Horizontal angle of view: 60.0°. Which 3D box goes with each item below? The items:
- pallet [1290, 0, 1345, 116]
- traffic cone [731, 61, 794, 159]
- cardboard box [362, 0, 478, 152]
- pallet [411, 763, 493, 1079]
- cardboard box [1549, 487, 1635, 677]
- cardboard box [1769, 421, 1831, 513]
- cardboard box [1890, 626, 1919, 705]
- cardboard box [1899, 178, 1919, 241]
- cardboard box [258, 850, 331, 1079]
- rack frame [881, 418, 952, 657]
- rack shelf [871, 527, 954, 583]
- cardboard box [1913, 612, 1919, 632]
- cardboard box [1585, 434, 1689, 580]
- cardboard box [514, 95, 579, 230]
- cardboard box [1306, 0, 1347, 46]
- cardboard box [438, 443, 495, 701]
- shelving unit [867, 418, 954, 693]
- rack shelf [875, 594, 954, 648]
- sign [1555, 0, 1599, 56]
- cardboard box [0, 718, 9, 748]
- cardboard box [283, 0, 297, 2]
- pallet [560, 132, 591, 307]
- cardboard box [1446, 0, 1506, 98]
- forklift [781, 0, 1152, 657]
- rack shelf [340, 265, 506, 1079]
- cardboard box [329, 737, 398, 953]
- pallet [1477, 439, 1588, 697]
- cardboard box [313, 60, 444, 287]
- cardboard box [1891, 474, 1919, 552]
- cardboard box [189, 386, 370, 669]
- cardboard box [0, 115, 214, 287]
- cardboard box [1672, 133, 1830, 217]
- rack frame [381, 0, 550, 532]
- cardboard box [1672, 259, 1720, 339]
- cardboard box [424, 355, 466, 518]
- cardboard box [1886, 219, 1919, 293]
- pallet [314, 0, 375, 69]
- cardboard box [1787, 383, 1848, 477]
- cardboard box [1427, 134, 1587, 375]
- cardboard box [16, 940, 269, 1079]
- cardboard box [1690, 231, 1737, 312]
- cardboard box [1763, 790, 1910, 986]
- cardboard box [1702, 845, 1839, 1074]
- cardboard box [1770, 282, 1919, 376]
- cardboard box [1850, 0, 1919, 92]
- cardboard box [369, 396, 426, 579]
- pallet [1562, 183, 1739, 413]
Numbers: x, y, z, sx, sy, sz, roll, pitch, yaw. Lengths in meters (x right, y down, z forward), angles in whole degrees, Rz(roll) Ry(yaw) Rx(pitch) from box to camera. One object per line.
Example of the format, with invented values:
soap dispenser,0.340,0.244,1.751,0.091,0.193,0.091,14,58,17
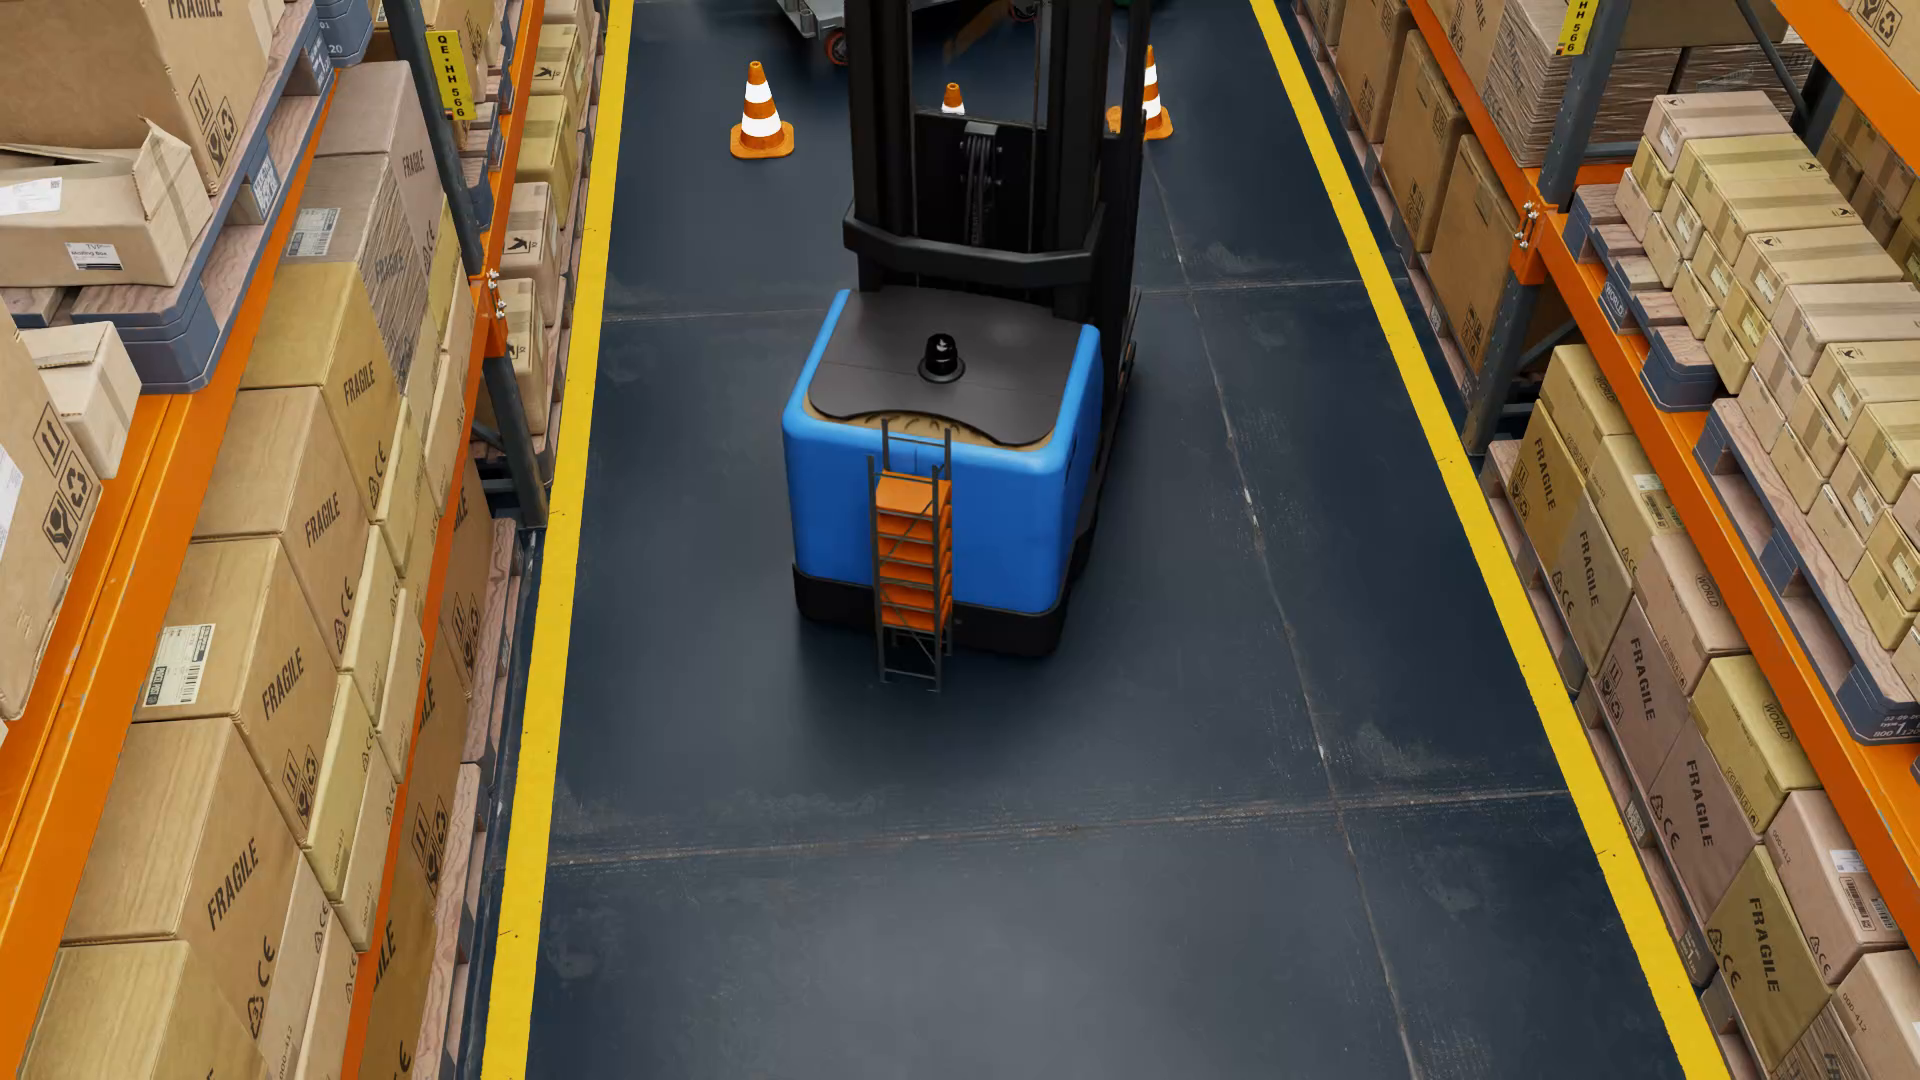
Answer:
pallet,2.506,-2.845,9.435,1.003,0.211,1.213,-3,47,-3
traffic cone,-1.059,-2.299,8.745,0.336,0.463,0.334,-3,47,-3
cardboard box,-2.030,-1.710,5.877,0.500,0.500,0.500,-5,47,-4
pallet,-2.133,1.325,5.486,1.003,0.211,1.213,-3,47,-3
cardboard box,2.552,0.143,6.118,0.500,0.500,0.500,-3,47,-3
cardboard box,2.650,-0.226,4.918,0.380,0.149,0.250,-3,47,-3
cardboard box,2.715,0.347,4.376,0.380,0.149,0.250,-5,47,-5
cardboard box,3.240,-1.028,5.268,0.380,0.149,0.250,-2,47,-2
cardboard box,-1.716,0.974,3.657,0.500,0.250,0.500,-3,47,-3
rack frame,-0.148,0.021,6.040,0.240,1.200,0.006,9,47,9
rack shelf,-0.169,0.034,5.924,0.258,0.103,0.180,9,47,9
cardboard box,2.717,0.239,4.273,0.380,0.149,0.250,-6,47,-5
cardboard box,2.560,-0.125,5.855,0.500,0.250,0.500,-4,47,-4
cardboard box,-2.388,-1.822,8.066,0.950,0.372,0.625,-2,47,-2
cardboard box,2.508,-3.284,9.191,1.050,0.750,0.750,-4,47,-3
cardboard box,-2.248,0.002,5.993,0.875,0.875,0.875,-4,47,-4
shelving unit,-0.169,0.086,5.979,0.258,1.200,0.189,9,47,9
rack shelf,-0.169,0.281,6.185,0.258,0.103,0.180,9,47,9
sign,2.148,-1.825,5.752,0.100,0.325,0.005,-3,47,-3
cardboard box,-1.581,0.292,2.281,0.396,0.266,0.258,-4,47,-4
cardboard box,-1.951,-1.595,3.907,0.700,0.500,0.500,-6,47,-5
pallet,-2.386,-1.576,8.234,1.003,0.211,1.213,-3,47,-3
cardboard box,2.356,-2.168,6.805,0.500,0.500,0.500,-3,47,-3
forklift,0.182,-1.652,6.432,1.130,2.935,3.031,9,47,9
rack shelf,-2.056,0.605,4.743,1.077,0.370,4.000,-3,47,-3
cardboard box,-1.734,0.776,4.189,0.500,0.250,0.500,-4,47,-4
pallet,2.765,0.061,6.683,1.003,0.211,1.213,-3,47,-3
cardboard box,-1.919,-1.109,5.113,0.500,0.500,0.500,-5,47,-4
cardboard box,2.700,-0.053,4.345,0.380,0.149,0.250,-5,47,-5
cardboard box,-1.798,-0.012,4.075,0.500,0.500,0.500,-4,47,-4
cardboard box,-1.692,-0.668,3.190,0.396,0.266,0.258,0,47,0
cardboard box,2.572,-1.185,5.417,0.380,0.149,0.250,-5,47,-4
rack frame,-2.223,-1.089,5.852,1.000,3.000,0.127,-3,47,-3
cardboard box,2.583,-0.796,5.458,0.380,0.149,0.250,-1,47,-1
cardboard box,-1.863,-0.319,5.226,0.500,0.250,0.500,-3,47,-3
cardboard box,3.245,-0.910,5.362,0.380,0.149,0.250,-2,47,-2
pallet,-2.116,-1.593,4.393,1.213,0.211,1.003,-2,47,-1
cardboard box,2.651,-0.330,4.812,0.380,0.149,0.250,-4,47,-4
cardboard box,2.740,-1.280,7.293,1.050,0.750,0.750,-4,47,-4
cardboard box,-1.639,1.091,3.030,0.500,0.500,0.500,-3,47,-3
cardboard box,2.592,-0.872,5.326,0.380,0.149,0.250,-5,47,-5
cardboard box,2.692,0.992,4.797,0.500,0.250,0.500,-1,47,-1
cardboard box,2.680,1.255,5.065,0.500,0.500,0.500,-4,47,-4
cardboard box,2.634,-0.620,4.882,0.380,0.149,0.250,-2,47,-1
cardboard box,2.580,-1.377,3.990,0.500,0.500,0.500,-3,47,-3
cardboard box,-1.819,-0.135,4.707,0.500,0.250,0.500,-5,47,-4
pallet,2.867,-0.888,5.794,1.213,0.211,1.003,-3,47,-3
